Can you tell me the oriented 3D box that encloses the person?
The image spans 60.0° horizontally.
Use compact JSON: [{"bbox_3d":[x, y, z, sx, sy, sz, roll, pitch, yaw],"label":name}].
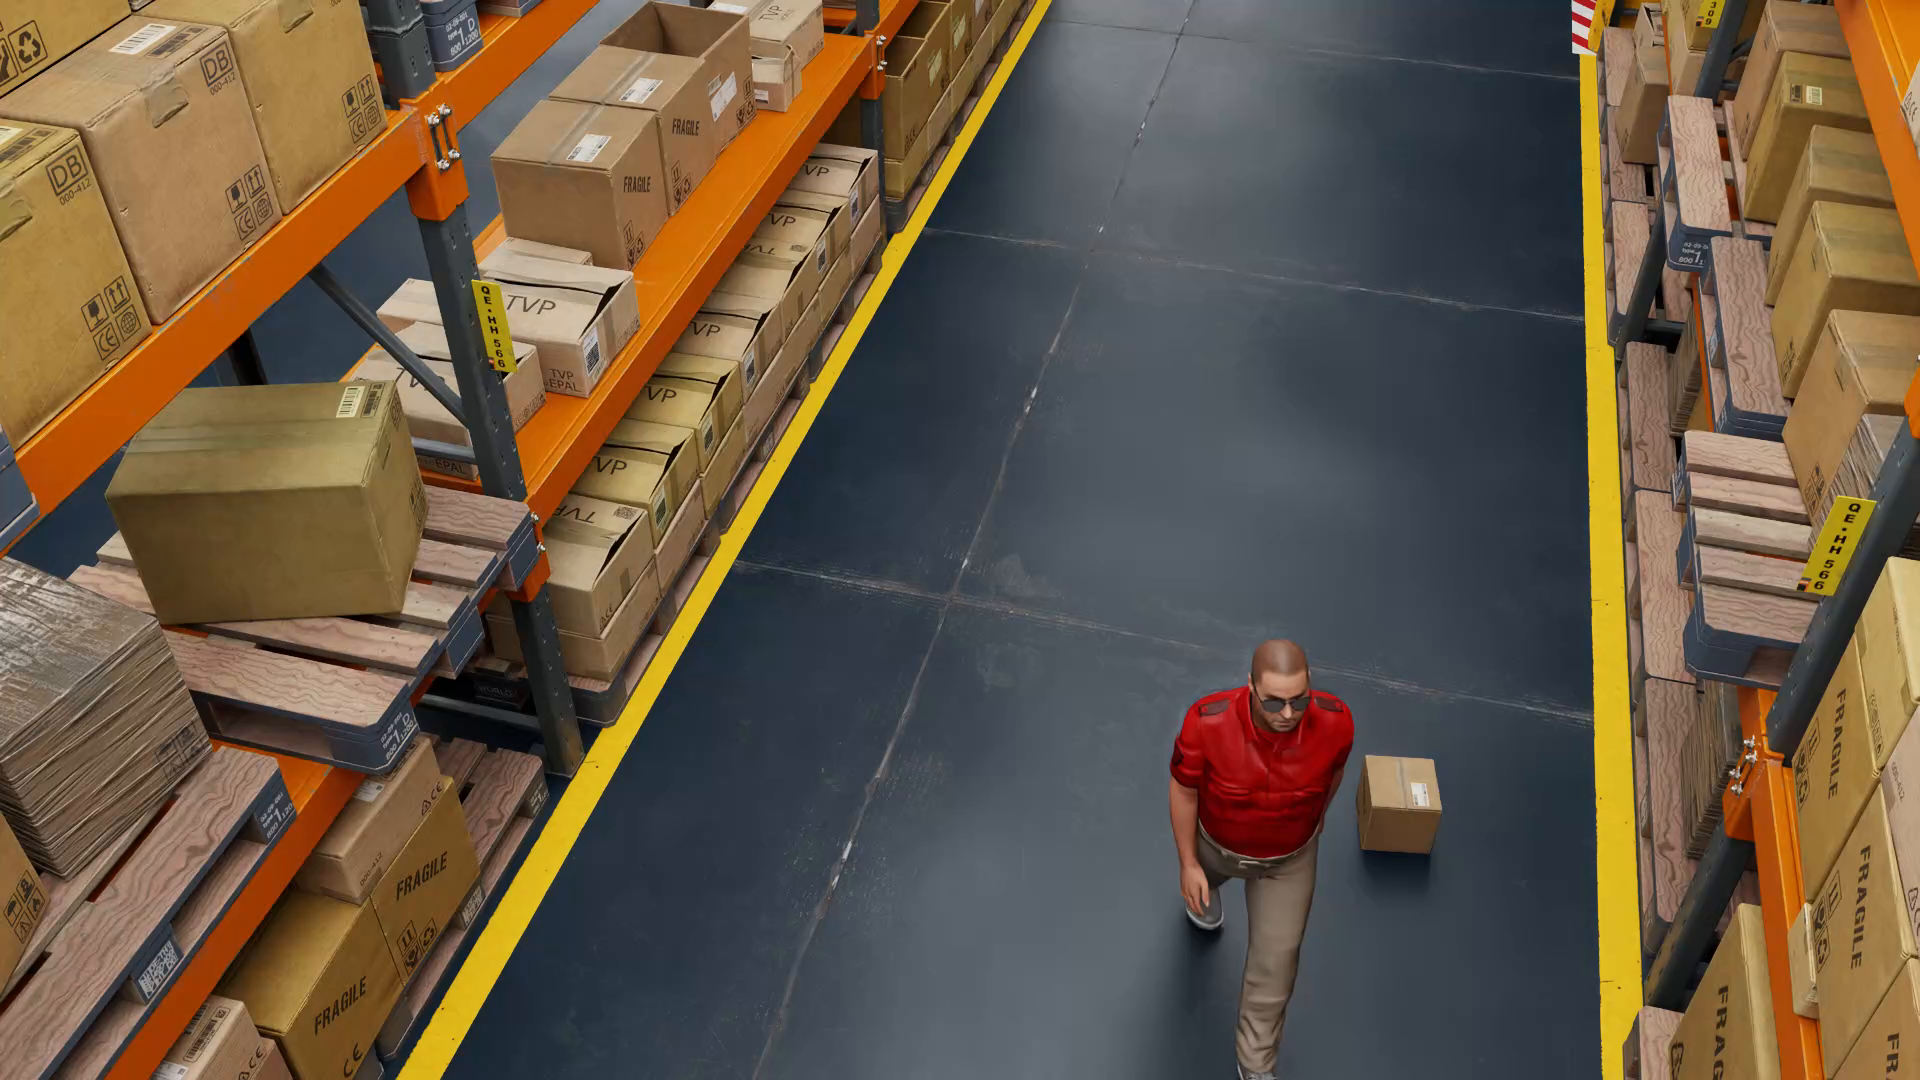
[{"bbox_3d":[0.887,0.923,5.112,0.532,1.666,1.091,4,41,5],"label":"person"}]
